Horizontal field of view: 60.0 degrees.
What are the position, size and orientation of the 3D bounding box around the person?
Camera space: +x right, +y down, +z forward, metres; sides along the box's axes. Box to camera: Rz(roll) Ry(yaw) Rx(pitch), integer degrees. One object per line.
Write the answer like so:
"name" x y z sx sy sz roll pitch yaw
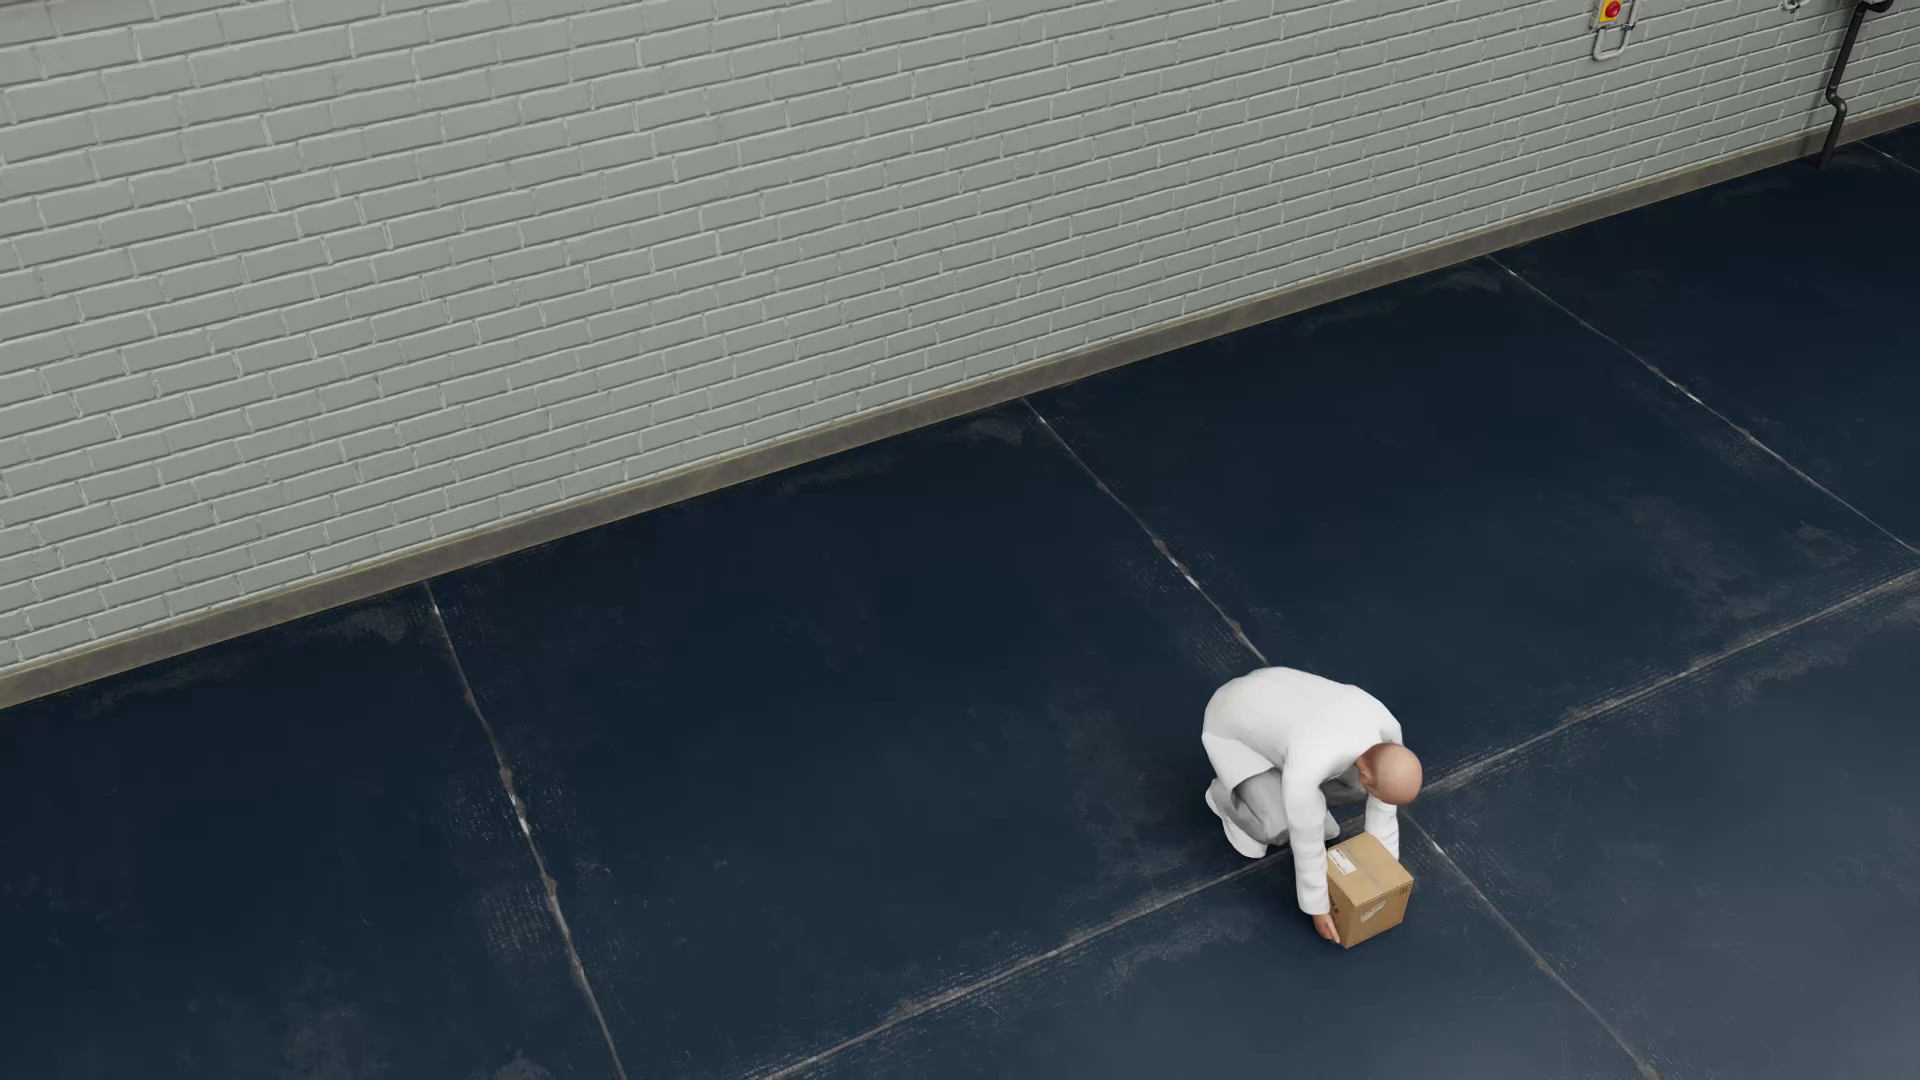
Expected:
"person" 1.200 0.431 5.700 0.529 1.743 0.602 -19 44 -21
